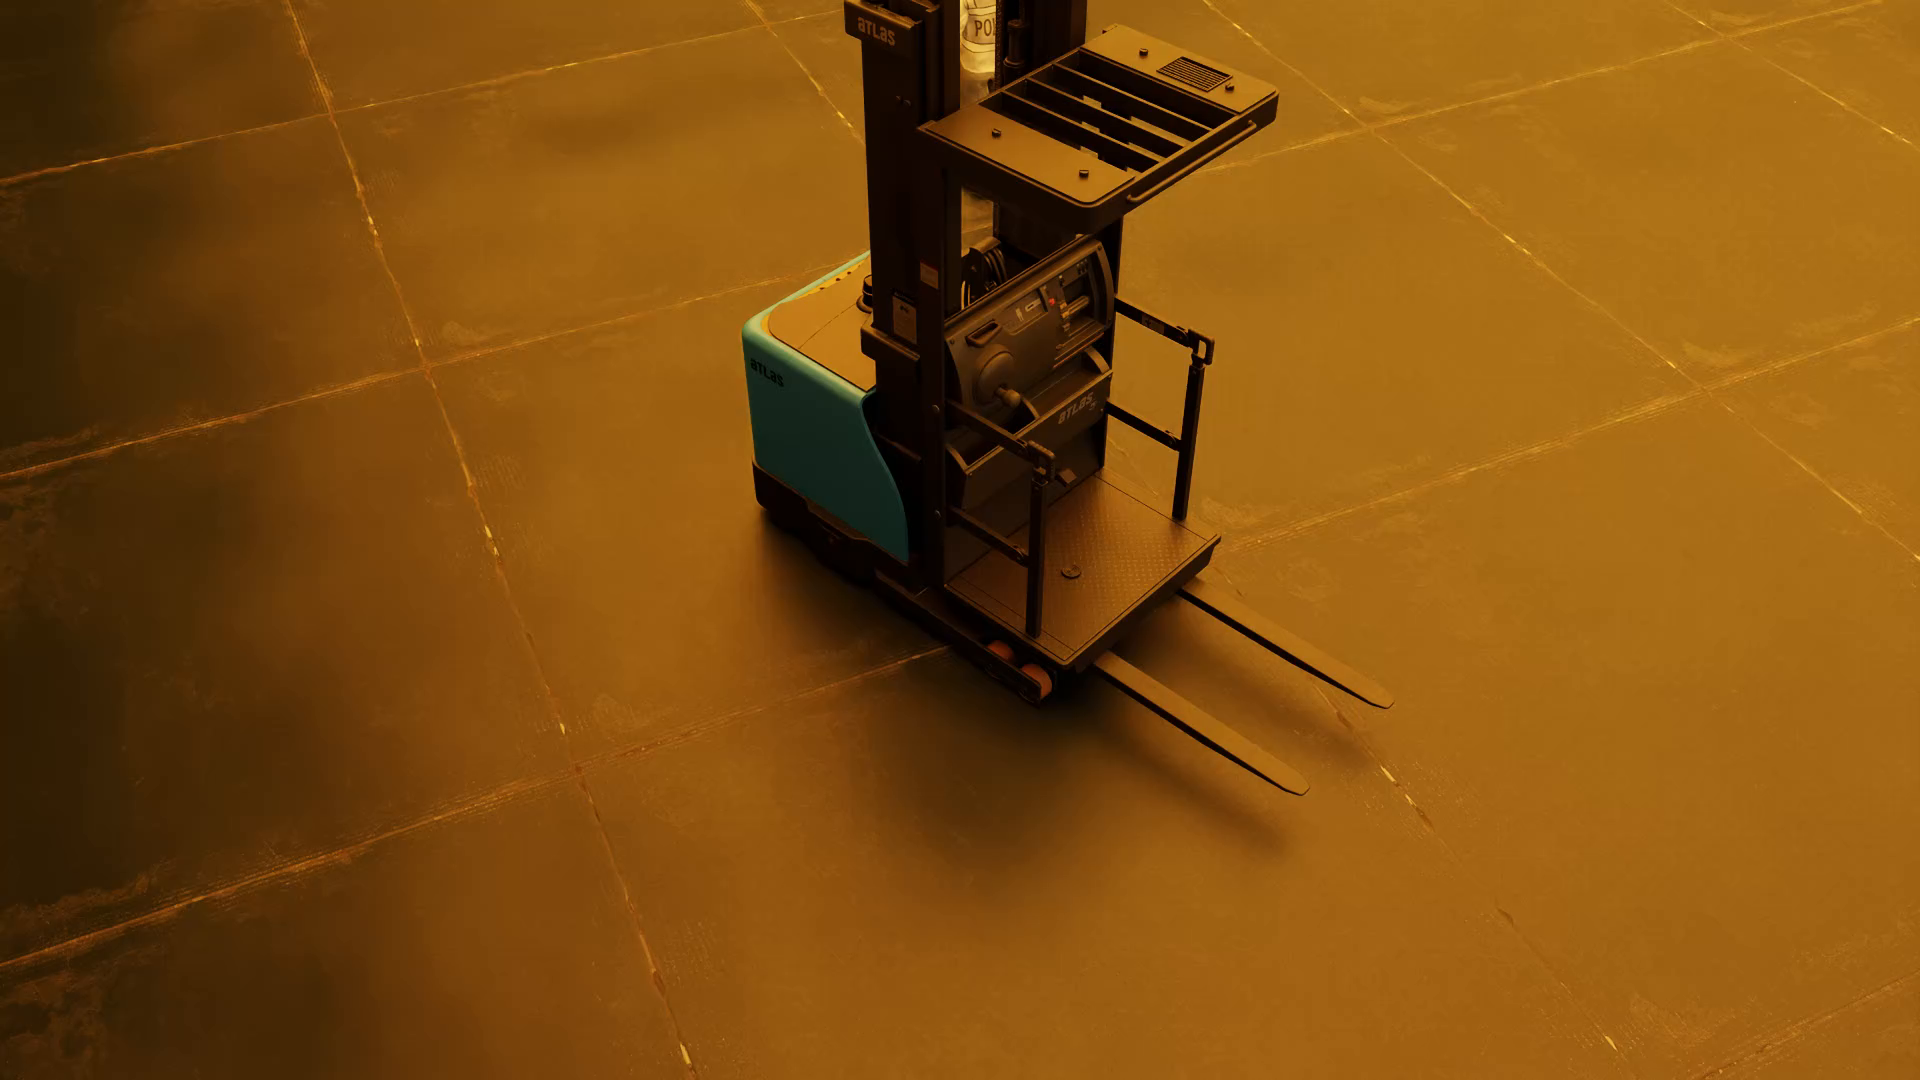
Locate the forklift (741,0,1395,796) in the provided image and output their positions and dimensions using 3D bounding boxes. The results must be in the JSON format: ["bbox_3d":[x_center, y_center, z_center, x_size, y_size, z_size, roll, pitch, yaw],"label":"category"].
[{"bbox_3d":[0.445,-0.788,6.525,3.031,2.935,1.130,32,52,30],"label":"forklift"}]

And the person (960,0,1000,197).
[{"bbox_3d":[0.118,-2.763,9.537,0.588,1.697,0.534,-16,45,-16],"label":"person"}]
